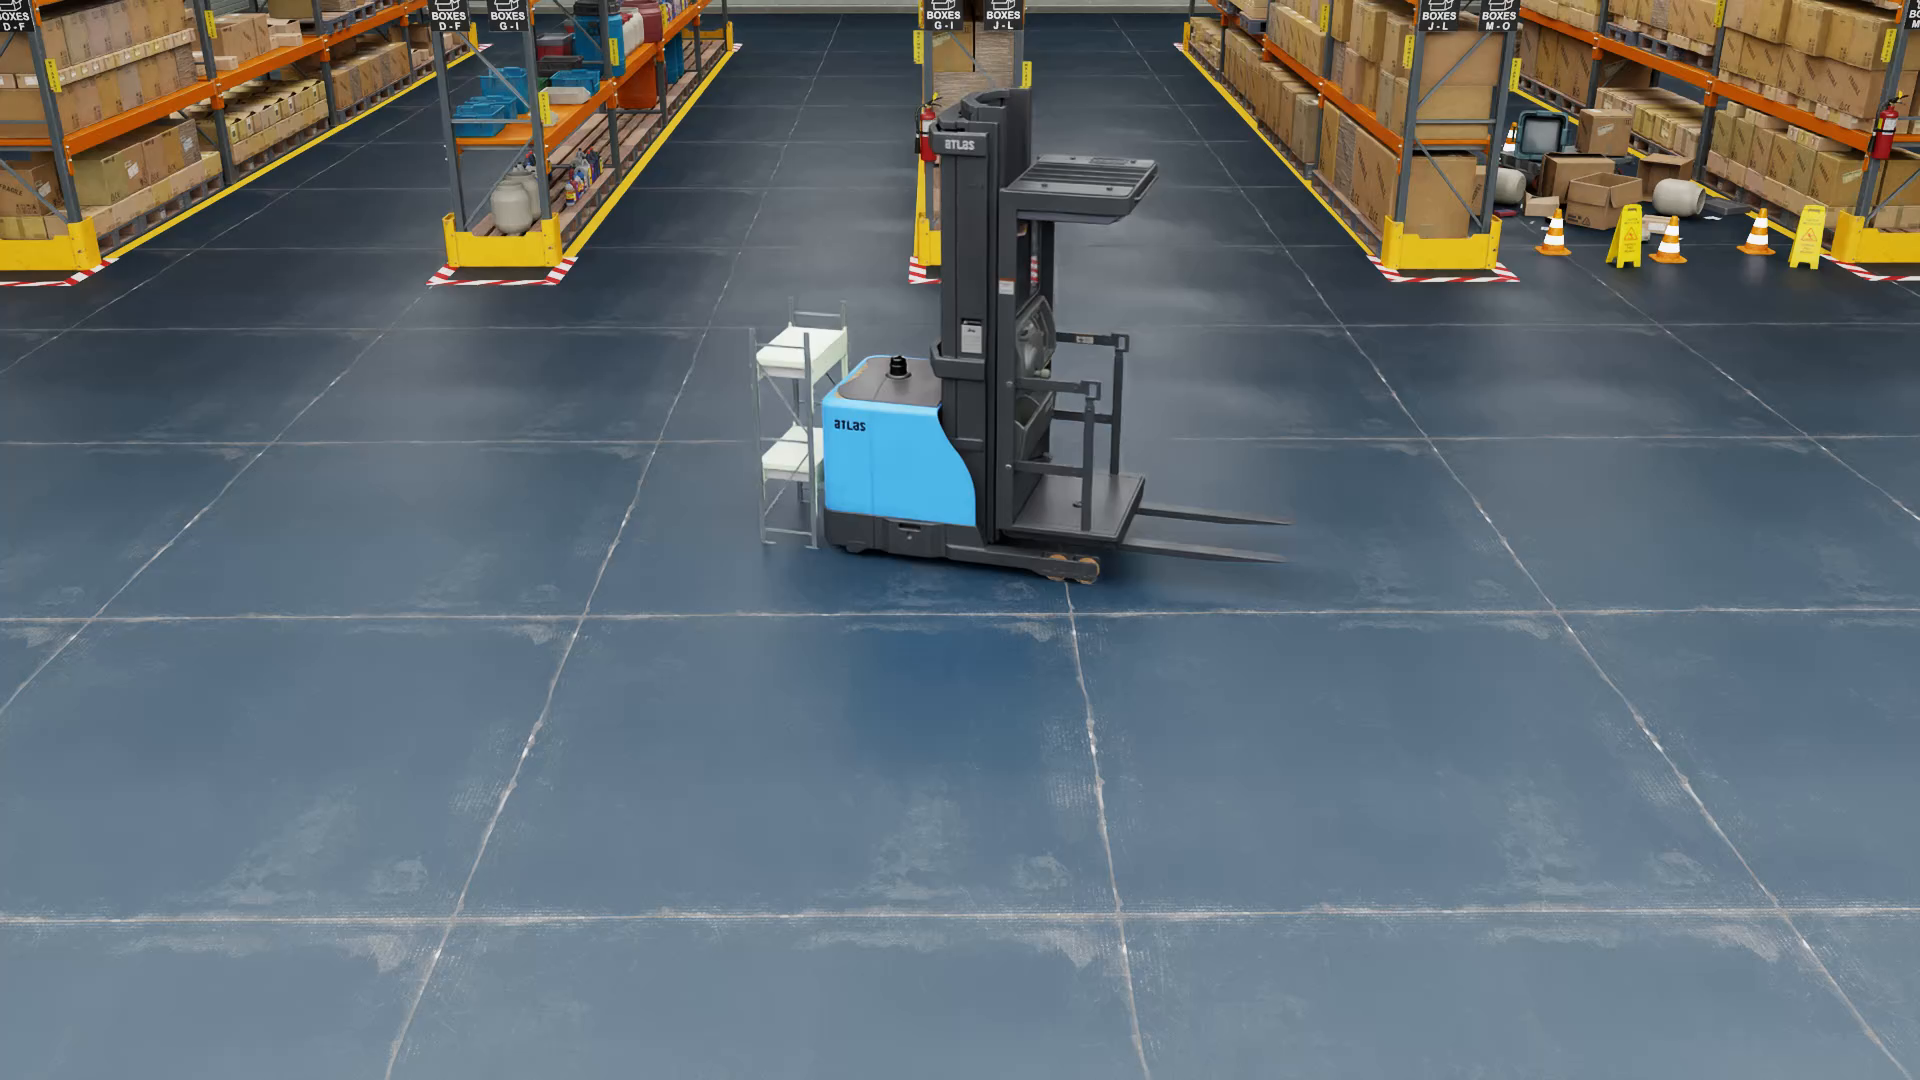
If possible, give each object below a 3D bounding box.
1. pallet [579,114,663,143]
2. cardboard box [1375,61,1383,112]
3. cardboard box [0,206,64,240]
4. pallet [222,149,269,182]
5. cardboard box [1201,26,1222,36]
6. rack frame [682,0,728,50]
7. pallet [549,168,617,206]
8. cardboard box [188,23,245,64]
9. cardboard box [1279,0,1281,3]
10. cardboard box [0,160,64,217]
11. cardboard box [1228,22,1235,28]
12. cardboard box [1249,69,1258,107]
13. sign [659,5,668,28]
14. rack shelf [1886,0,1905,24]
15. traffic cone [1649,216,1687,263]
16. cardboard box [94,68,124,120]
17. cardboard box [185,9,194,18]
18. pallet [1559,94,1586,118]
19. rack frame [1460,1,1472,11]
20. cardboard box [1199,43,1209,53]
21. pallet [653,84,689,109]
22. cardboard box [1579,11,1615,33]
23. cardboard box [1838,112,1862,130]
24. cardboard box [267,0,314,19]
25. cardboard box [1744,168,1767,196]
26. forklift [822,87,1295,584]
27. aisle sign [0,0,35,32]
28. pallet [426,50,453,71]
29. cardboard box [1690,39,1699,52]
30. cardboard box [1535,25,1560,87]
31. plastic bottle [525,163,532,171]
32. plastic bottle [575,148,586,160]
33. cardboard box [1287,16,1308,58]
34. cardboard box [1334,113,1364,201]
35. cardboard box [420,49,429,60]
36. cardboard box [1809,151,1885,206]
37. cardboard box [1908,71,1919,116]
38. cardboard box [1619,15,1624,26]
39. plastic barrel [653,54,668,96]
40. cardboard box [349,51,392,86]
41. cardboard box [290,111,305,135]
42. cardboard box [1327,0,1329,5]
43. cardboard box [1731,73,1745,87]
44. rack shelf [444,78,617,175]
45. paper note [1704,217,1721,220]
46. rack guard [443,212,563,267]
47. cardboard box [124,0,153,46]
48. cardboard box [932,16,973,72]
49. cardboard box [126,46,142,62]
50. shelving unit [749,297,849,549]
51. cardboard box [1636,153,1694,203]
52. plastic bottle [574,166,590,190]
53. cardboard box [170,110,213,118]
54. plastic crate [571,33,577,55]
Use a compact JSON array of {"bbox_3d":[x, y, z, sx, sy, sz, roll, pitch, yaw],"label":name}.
[{"bbox_3d":[-4.935,-6.016,24.295,1.003,0.211,1.213,0,24,-1],"label":"pallet"},{"bbox_3d":[5.139,-4.991,18.463,0.875,0.550,0.550,0,24,-1],"label":"cardboard box"},{"bbox_3d":[-10.071,-3.446,18.057,0.500,0.250,0.500,0,24,-1],"label":"cardboard box"},{"bbox_3d":[-9.861,-4.969,21.981,1.003,0.211,1.213,0,24,-1],"label":"pallet"},{"bbox_3d":[4.622,-9.309,30.420,0.380,0.149,0.250,0,24,0],"label":"cardboard box"},{"bbox_3d":[-4.992,-10.902,31.715,1.000,3.000,0.127,0,24,-1],"label":"rack frame"},{"bbox_3d":[-4.895,-4.410,20.744,1.003,0.211,1.213,0,24,-1],"label":"pallet"},{"bbox_3d":[-9.812,-6.516,21.895,0.500,0.500,0.500,1,24,3],"label":"cardboard box"},{"bbox_3d":[5.190,-8.417,26.015,0.380,0.149,0.250,0,24,0],"label":"cardboard box"},{"bbox_3d":[-10.074,-3.788,17.903,0.500,0.500,0.500,0,24,-1],"label":"cardboard box"},{"bbox_3d":[5.196,-9.534,30.919,0.380,0.149,0.250,-1,24,-3],"label":"cardboard box"},{"bbox_3d":[4.741,-6.931,25.458,0.500,0.500,0.500,0,24,-1],"label":"cardboard box"},{"bbox_3d":[-4.354,-7.685,24.404,0.100,0.325,0.005,0,24,-1],"label":"sign"},{"bbox_3d":[10.023,-6.239,18.637,1.077,0.370,4.000,0,24,-1],"label":"rack shelf"},{"bbox_3d":[7.644,-3.246,17.866,0.336,0.463,0.334,0,24,-1],"label":"traffic cone"},{"bbox_3d":[-9.773,-4.947,18.427,0.700,0.500,0.500,0,24,0],"label":"cardboard box"},{"bbox_3d":[-14.607,-9.865,31.159,0.380,0.149,0.250,-1,24,-1],"label":"cardboard box"},{"bbox_3d":[10.025,-6.727,25.867,1.003,0.211,1.213,0,24,-1],"label":"pallet"},{"bbox_3d":[9.870,-10.969,31.863,1.000,3.000,0.127,0,24,-1],"label":"rack frame"},{"bbox_3d":[4.609,-9.057,30.585,0.380,0.149,0.250,-1,24,-3],"label":"cardboard box"},{"bbox_3d":[-4.965,-7.161,26.827,1.003,0.211,1.213,0,24,-1],"label":"pallet"},{"bbox_3d":[9.693,-7.811,25.063,0.500,0.250,0.500,-1,24,-2],"label":"cardboard box"},{"bbox_3d":[9.713,-4.518,17.905,0.380,0.149,0.250,-1,24,-1],"label":"cardboard box"},{"bbox_3d":[-9.977,-8.081,24.846,0.700,0.500,0.500,-9,26,-18],"label":"cardboard box"},{"bbox_3d":[9.763,-4.280,19.900,0.500,0.250,0.500,-1,24,-1],"label":"cardboard box"},{"bbox_3d":[0.669,-1.295,10.558,3.031,2.935,1.130,6,25,14],"label":"forklift"},{"bbox_3d":[-9.463,-5.447,16.499,0.394,0.787,0.004,0,24,-1],"label":"aisle sign"},{"bbox_3d":[-9.924,-8.749,30.339,1.003,0.211,1.213,0,24,-1],"label":"pallet"},{"bbox_3d":[9.735,-6.420,21.601,0.380,0.149,0.250,-1,24,-2],"label":"cardboard box"},{"bbox_3d":[10.019,-7.916,27.182,0.875,0.875,0.875,0,24,1],"label":"cardboard box"},{"bbox_3d":[-5.226,-4.442,20.208,0.097,0.271,0.097,0,24,0],"label":"plastic bottle"},{"bbox_3d":[-4.710,-4.686,20.652,0.144,0.351,0.185,0,24,-1],"label":"plastic bottle"},{"bbox_3d":[4.761,-6.845,22.624,0.500,0.500,0.500,-1,24,-1],"label":"cardboard box"},{"bbox_3d":[5.003,-4.553,19.745,0.875,0.875,0.875,0,24,0],"label":"cardboard box"},{"bbox_3d":[-9.709,-8.673,29.690,0.380,0.166,0.250,0,24,-1],"label":"cardboard box"},{"bbox_3d":[9.776,-3.985,18.338,0.500,0.500,0.500,0,24,0],"label":"cardboard box"},{"bbox_3d":[10.317,-4.753,17.637,0.500,0.500,0.500,-1,24,-1],"label":"cardboard box"},{"bbox_3d":[9.745,-7.498,23.983,0.380,0.149,0.250,-2,24,-4],"label":"cardboard box"},{"bbox_3d":[-4.939,-7.365,26.311,0.600,0.588,0.708,0,24,-1],"label":"plastic barrel"},{"bbox_3d":[-9.607,-7.682,27.095,0.500,0.500,0.500,0,24,0],"label":"cardboard box"},{"bbox_3d":[-9.596,-5.888,23.456,0.500,0.250,0.500,0,24,1],"label":"cardboard box"},{"bbox_3d":[5.041,-6.666,21.014,0.700,0.500,0.500,-1,24,-1],"label":"cardboard box"},{"bbox_3d":[9.739,-5.674,20.461,0.380,0.149,0.250,0,24,1],"label":"cardboard box"},{"bbox_3d":[-4.839,-4.805,19.108,1.077,0.370,4.000,0,24,-1],"label":"rack shelf"},{"bbox_3d":[8.890,-3.805,19.626,0.142,0.019,0.148,-9,26,-19],"label":"paper note"},{"bbox_3d":[-4.865,-3.201,17.721,1.175,0.500,0.348,0,24,-1],"label":"rack guard"},{"bbox_3d":[-9.791,-5.976,19.127,0.700,0.500,0.500,0,24,-1],"label":"cardboard box"},{"bbox_3d":[-0.117,-5.193,17.397,0.500,0.500,0.500,0,24,-1],"label":"cardboard box"},{"bbox_3d":[-9.578,-5.534,18.937,0.380,0.149,0.250,1,24,1],"label":"cardboard box"},{"bbox_3d":[-1.055,-0.792,11.180,0.431,1.500,0.755,6,25,13],"label":"shelving unit"},{"bbox_3d":[8.652,-4.439,20.454,0.500,0.500,0.500,19,30,35],"label":"cardboard box"},{"bbox_3d":[-4.562,-4.373,20.051,0.152,0.276,0.135,0,24,0],"label":"plastic bottle"},{"bbox_3d":[-10.117,-5.510,21.941,0.500,0.311,0.500,0,24,1],"label":"cardboard box"},{"bbox_3d":[-5.184,-6.403,21.787,0.392,0.384,0.575,0,24,-1],"label":"plastic crate"}]
